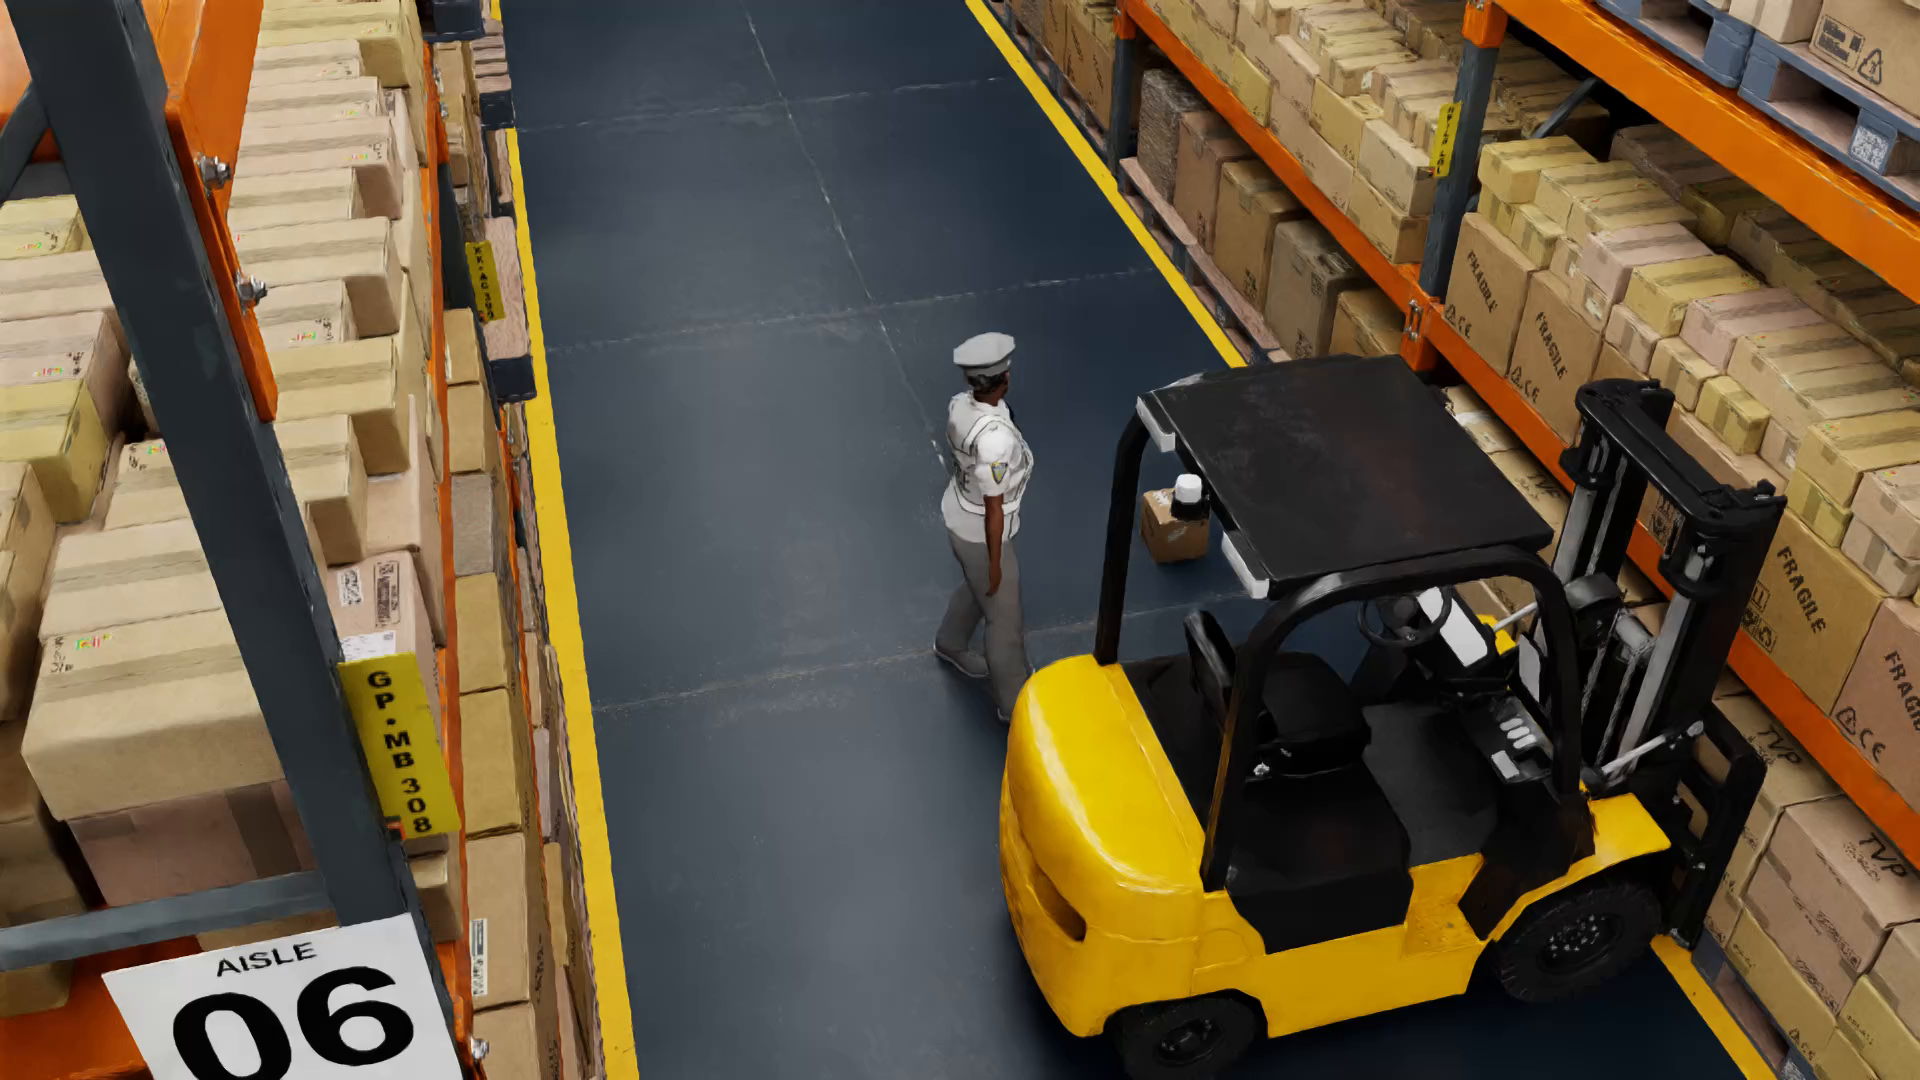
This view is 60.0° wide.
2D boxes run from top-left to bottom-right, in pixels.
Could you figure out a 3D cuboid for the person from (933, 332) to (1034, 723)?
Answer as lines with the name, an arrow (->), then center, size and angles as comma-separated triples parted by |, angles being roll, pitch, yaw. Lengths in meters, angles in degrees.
person -> 0.168, -0.021, 6.768 | 0.506, 1.652, 0.596 | -5, 39, -6
